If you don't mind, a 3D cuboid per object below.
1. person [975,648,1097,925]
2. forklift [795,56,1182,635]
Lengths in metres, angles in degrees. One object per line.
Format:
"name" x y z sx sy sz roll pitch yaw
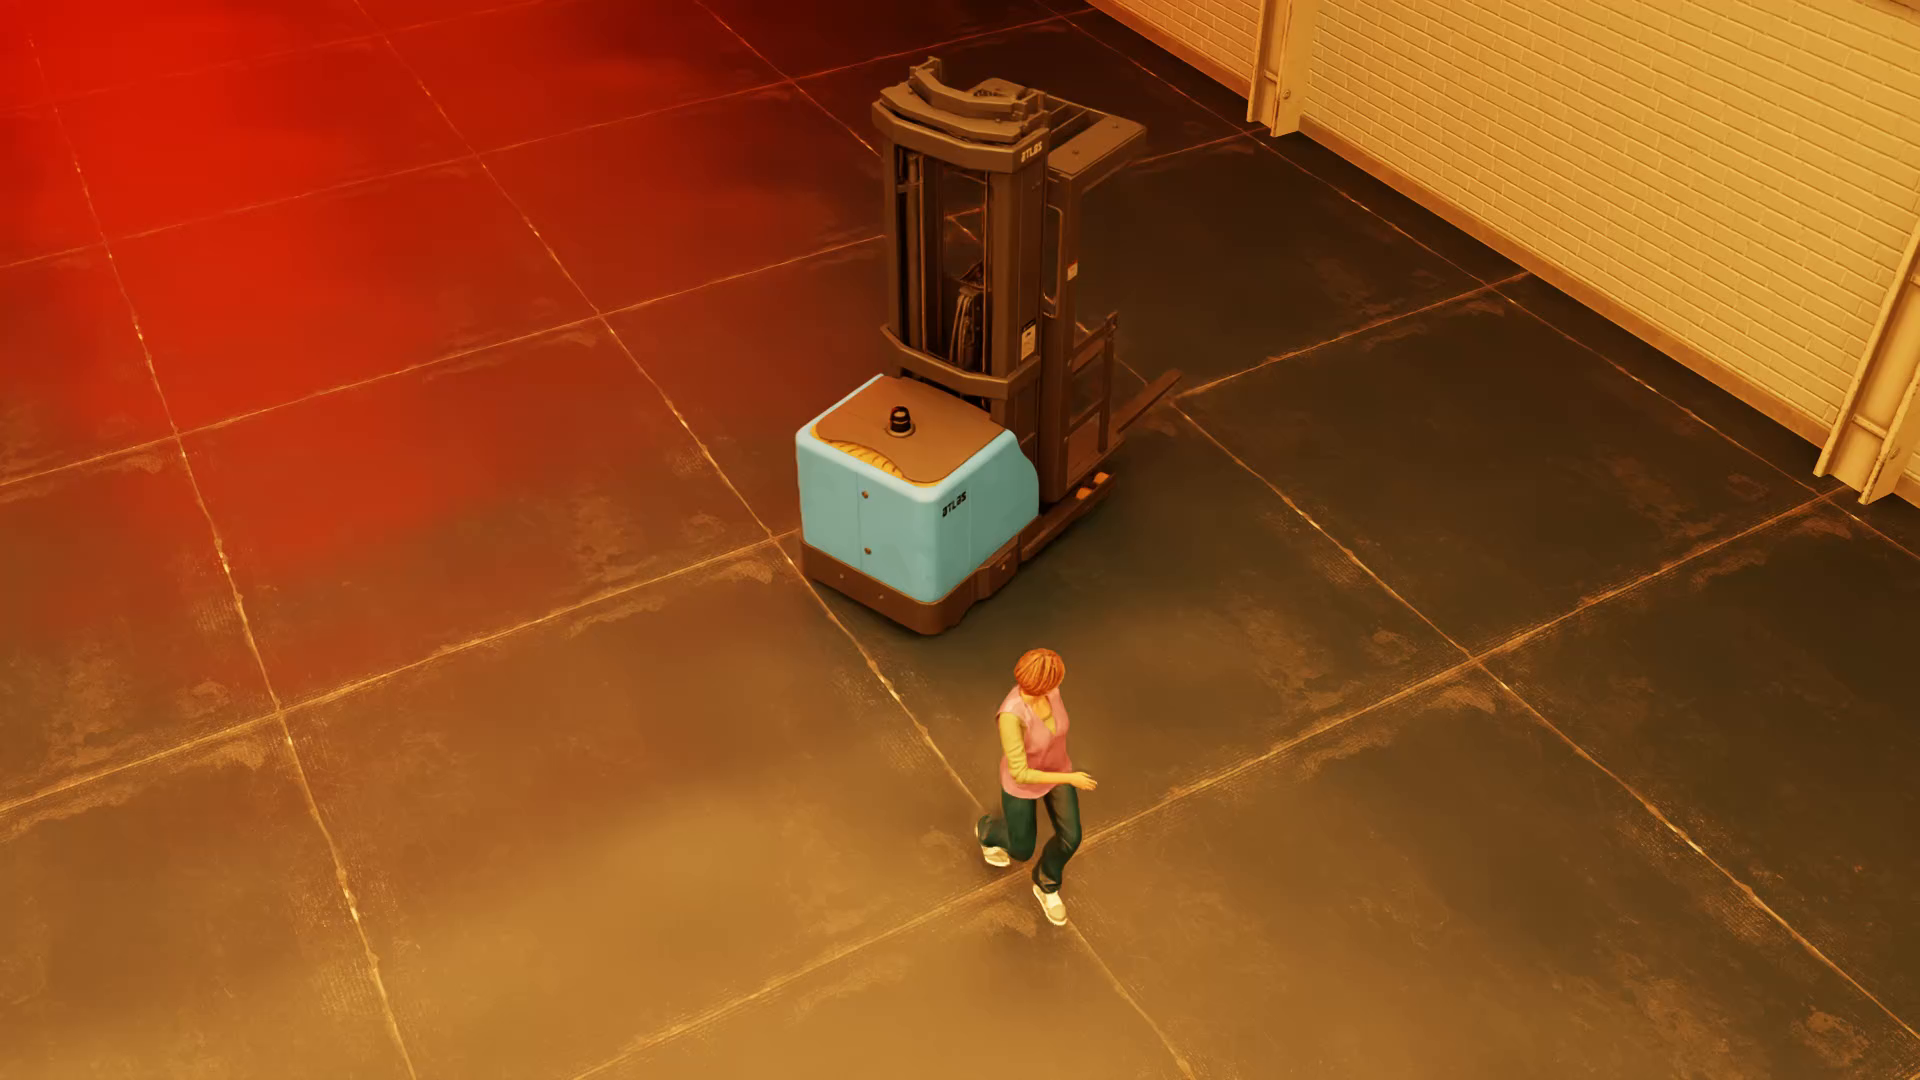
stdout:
"person" 0.362 1.098 7.827 0.494 1.531 0.659 -23 45 -25
"forklift" 0.340 -1.469 9.807 1.130 2.935 3.031 26 46 28
